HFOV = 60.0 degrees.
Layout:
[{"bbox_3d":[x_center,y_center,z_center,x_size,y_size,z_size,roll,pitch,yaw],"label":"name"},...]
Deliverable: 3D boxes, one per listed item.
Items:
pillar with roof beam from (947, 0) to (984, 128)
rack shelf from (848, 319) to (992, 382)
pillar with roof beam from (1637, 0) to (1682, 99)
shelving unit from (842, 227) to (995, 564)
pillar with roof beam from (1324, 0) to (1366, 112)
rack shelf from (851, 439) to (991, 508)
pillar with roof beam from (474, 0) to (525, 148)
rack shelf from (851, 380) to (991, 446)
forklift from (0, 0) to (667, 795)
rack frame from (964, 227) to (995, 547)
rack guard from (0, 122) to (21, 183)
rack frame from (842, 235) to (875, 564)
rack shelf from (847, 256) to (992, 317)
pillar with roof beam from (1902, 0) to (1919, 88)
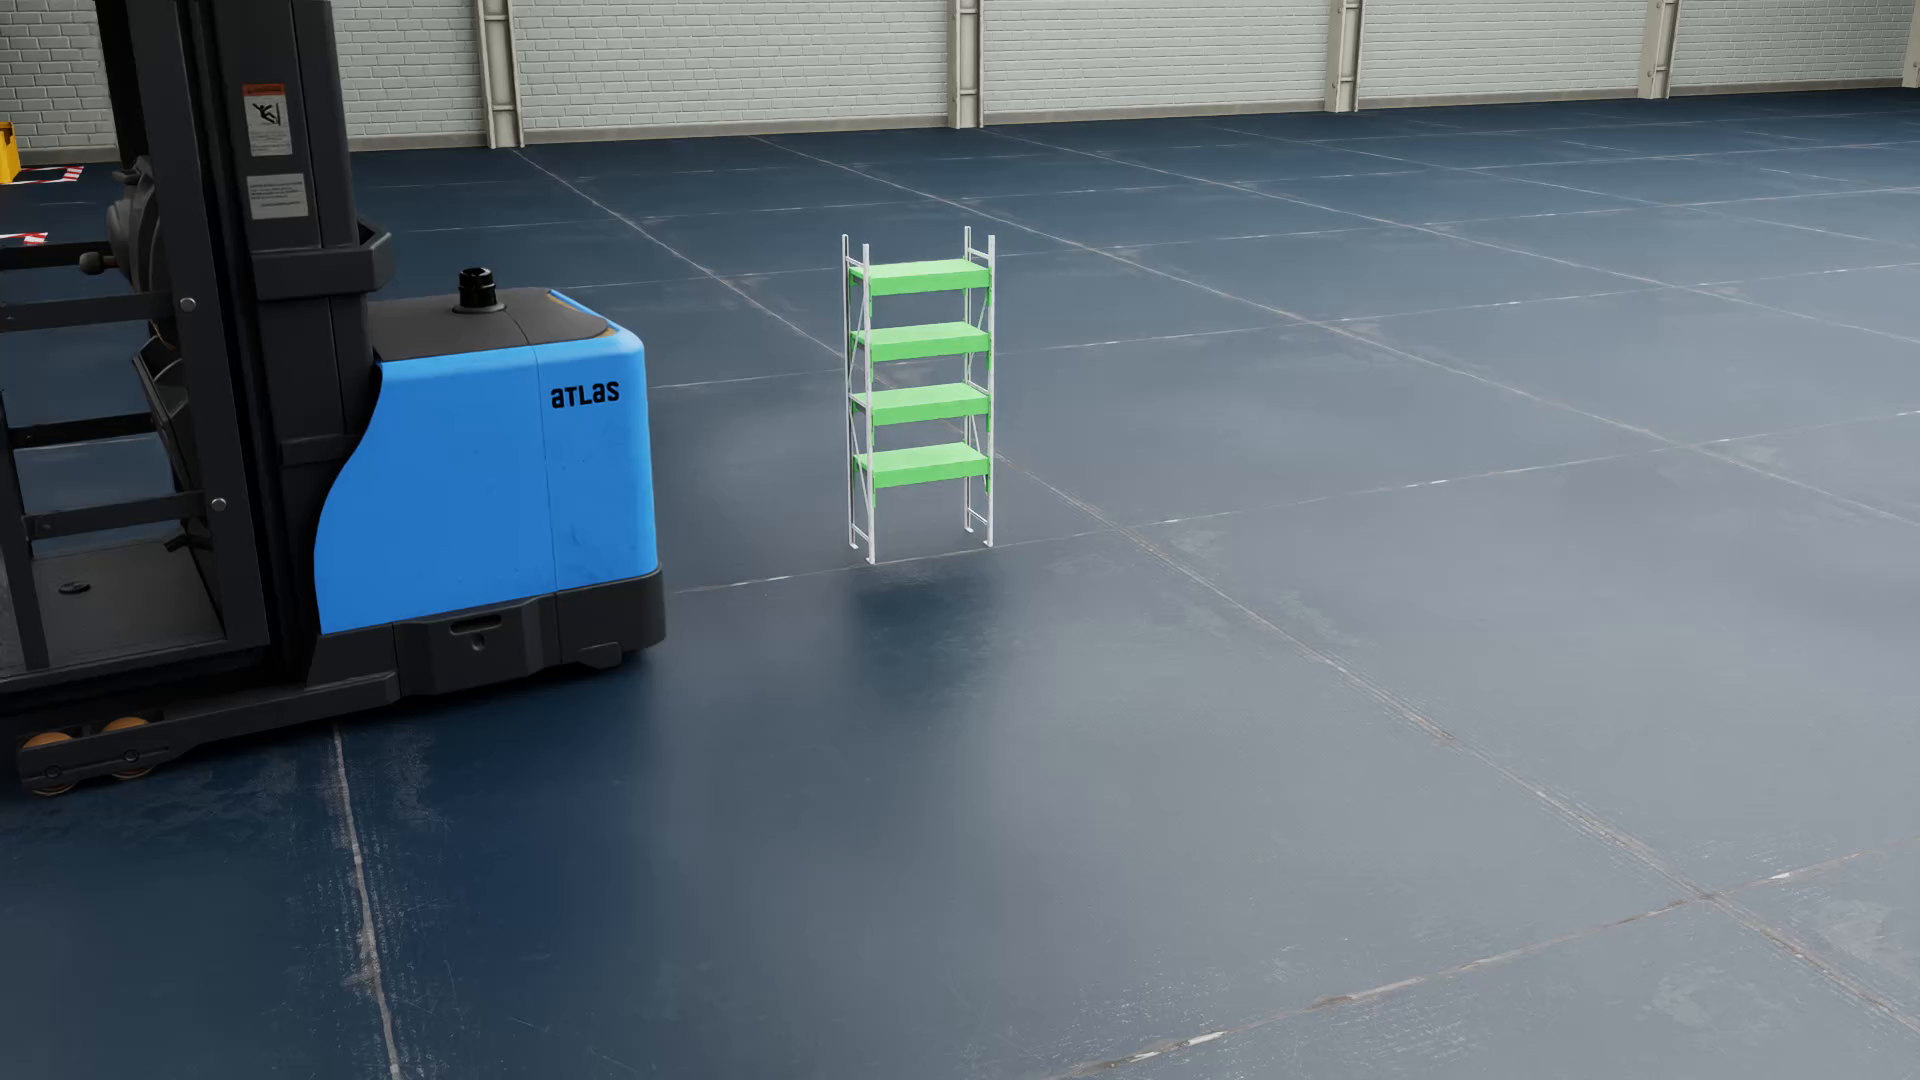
[{"bbox_3d":[1.777,-8.436,16.931,0.400,9.000,9.100,-8,21,-22],"label":"pillar with roof beam"},{"bbox_3d":[-0.152,-0.710,6.202,0.480,0.148,0.258,-8,21,-22],"label":"rack shelf"},{"bbox_3d":[12.795,-10.014,21.414,0.400,9.000,9.100,-8,21,-22],"label":"pillar with roof beam"},{"bbox_3d":[-0.152,-0.544,6.261,0.503,1.200,0.258,-8,21,-22],"label":"shelving unit"},{"bbox_3d":[7.286,-9.225,19.173,0.400,9.000,9.100,-8,21,-22],"label":"pillar with roof beam"},{"bbox_3d":[-0.152,-0.258,6.362,0.480,0.148,0.258,-8,21,-22],"label":"rack shelf"},{"bbox_3d":[-3.733,-7.646,14.689,0.400,9.000,9.100,-8,21,-22],"label":"pillar with roof beam"},{"bbox_3d":[-0.152,-0.484,6.282,0.480,0.148,0.258,-8,21,-22],"label":"rack shelf"},{"bbox_3d":[-2.491,-0.886,4.625,3.031,2.935,1.130,-11,22,-28],"label":"forklift"},{"bbox_3d":[0.072,-0.576,6.352,0.015,1.200,0.240,-8,21,-22],"label":"rack frame"},{"bbox_3d":[-9.929,-3.981,17.076,0.348,0.500,1.175,-8,21,-22],"label":"rack guard"},{"bbox_3d":[-0.376,-0.512,6.170,0.015,1.200,0.240,-8,21,-22],"label":"rack frame"},{"bbox_3d":[-0.152,-0.937,6.123,0.480,0.148,0.258,-8,21,-22],"label":"rack shelf"},{"bbox_3d":[18.304,-10.804,23.656,0.400,9.000,9.100,-8,21,-22],"label":"pillar with roof beam"}]
